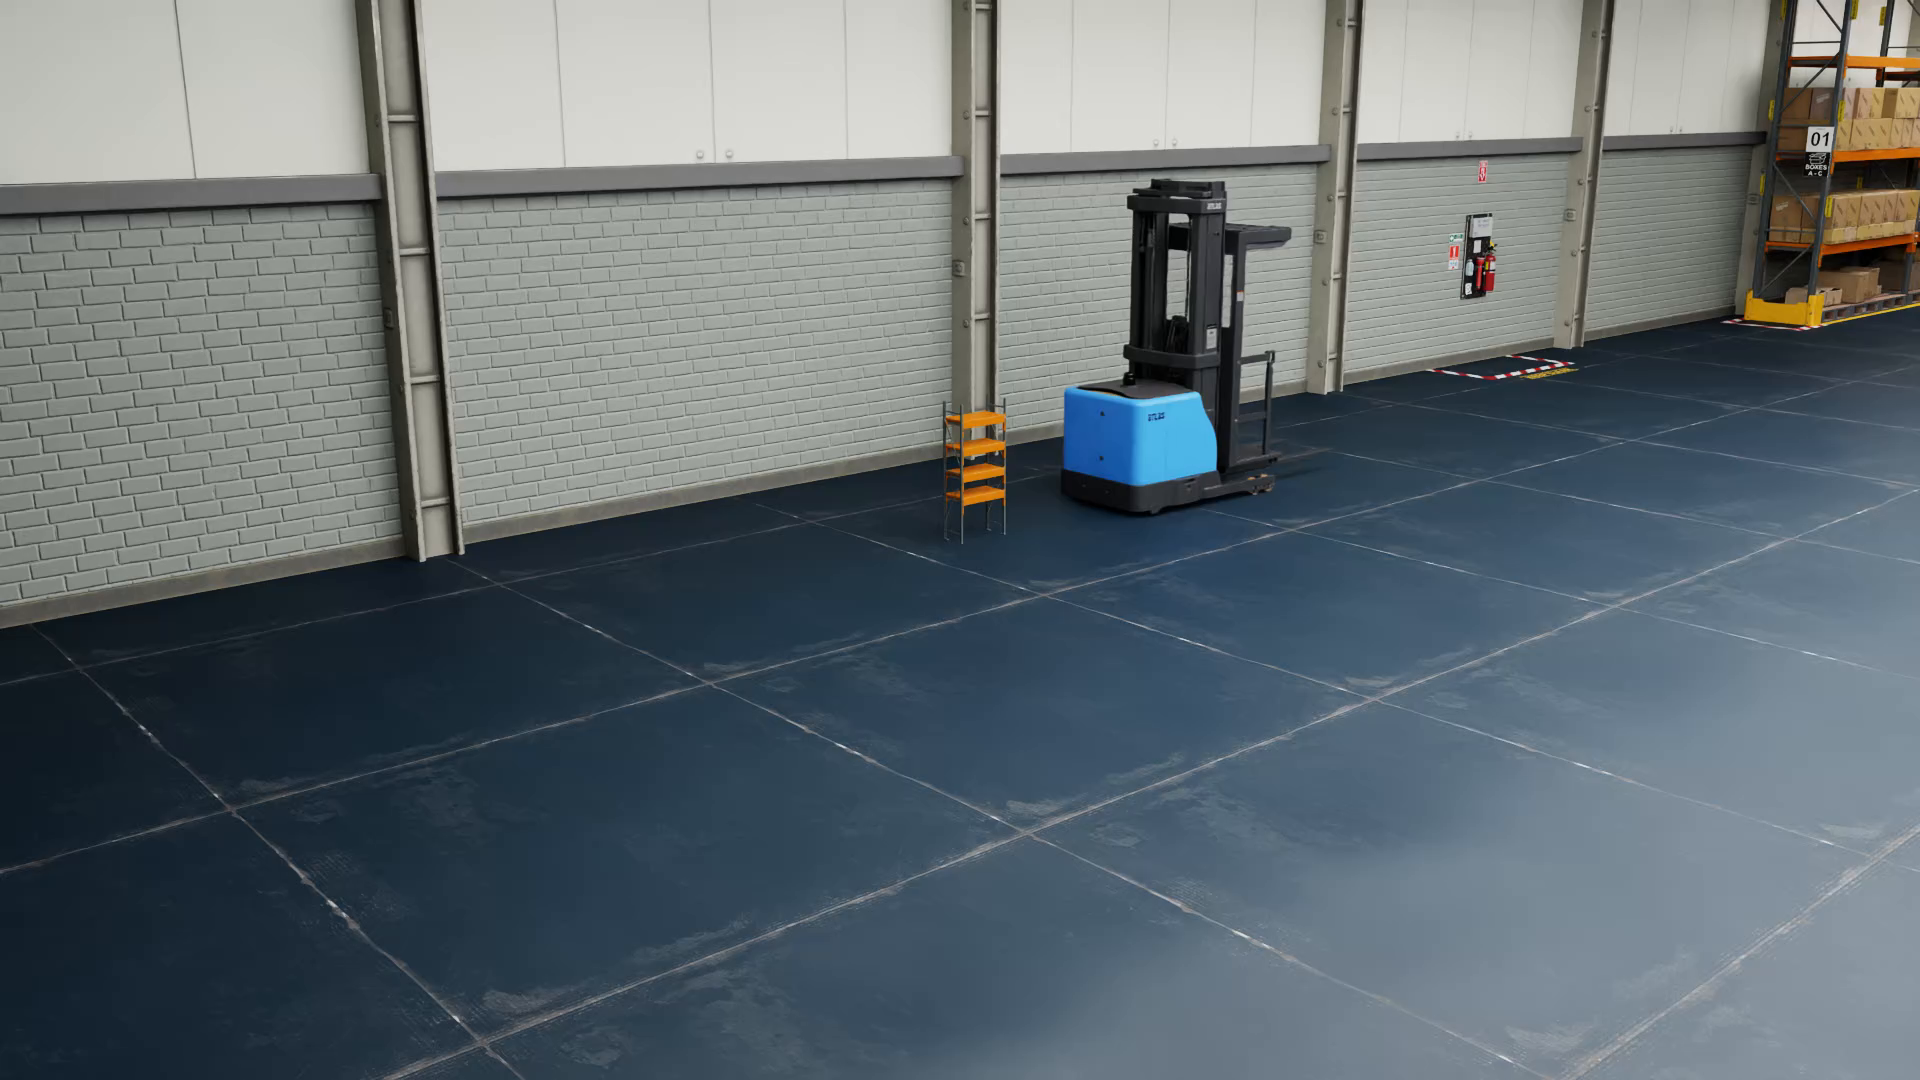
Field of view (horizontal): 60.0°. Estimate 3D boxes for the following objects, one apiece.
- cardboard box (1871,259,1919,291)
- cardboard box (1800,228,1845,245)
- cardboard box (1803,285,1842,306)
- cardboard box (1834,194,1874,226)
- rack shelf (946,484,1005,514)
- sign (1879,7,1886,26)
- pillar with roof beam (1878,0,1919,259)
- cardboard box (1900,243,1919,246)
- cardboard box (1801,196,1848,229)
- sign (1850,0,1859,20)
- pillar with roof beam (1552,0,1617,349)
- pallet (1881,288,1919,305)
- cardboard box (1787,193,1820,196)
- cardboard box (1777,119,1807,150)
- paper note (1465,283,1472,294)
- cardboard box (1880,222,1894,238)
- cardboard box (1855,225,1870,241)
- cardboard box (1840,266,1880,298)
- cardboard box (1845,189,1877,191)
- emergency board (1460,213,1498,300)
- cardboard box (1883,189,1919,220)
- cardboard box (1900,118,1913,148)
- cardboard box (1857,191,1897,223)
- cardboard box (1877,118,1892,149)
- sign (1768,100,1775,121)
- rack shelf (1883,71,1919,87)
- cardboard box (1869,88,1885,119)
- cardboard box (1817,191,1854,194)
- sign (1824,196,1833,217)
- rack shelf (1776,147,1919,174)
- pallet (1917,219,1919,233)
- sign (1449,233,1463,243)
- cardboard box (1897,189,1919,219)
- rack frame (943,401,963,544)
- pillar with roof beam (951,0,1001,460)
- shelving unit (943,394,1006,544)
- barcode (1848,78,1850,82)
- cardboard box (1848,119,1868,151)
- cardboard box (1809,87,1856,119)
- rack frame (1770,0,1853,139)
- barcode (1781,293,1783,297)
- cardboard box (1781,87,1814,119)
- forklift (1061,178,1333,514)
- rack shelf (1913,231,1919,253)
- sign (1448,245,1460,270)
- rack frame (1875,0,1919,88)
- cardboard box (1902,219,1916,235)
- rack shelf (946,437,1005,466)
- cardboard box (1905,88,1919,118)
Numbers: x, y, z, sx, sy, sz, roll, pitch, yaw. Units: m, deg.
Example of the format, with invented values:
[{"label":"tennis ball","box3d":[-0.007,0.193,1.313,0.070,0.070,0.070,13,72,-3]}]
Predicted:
[{"label":"cardboard box","box3d":[17.342,-4.922,30.856,0.500,0.500,0.700,-12,19,-38]},{"label":"cardboard box","box3d":[14.357,-5.070,27.670,0.500,0.250,0.500,-13,20,-41]},{"label":"cardboard box","box3d":[14.791,-4.222,28.600,0.500,0.311,0.500,-11,18,-35]},{"label":"cardboard box","box3d":[15.111,-5.602,28.208,0.500,0.500,0.500,-13,20,-41]},{"label":"rack shelf","box3d":[0.125,-0.351,14.269,0.480,0.148,0.258,-13,20,-39]},{"label":"sign","box3d":[16.429,-9.323,29.597,0.005,0.325,0.100,-13,19,-39]},{"label":"pillar with roof beam","box3d":[21.093,-8.475,28.543,0.400,9.000,9.100,-13,19,-39]},{"label":"cardboard box","box3d":[18.062,-5.449,31.374,0.500,0.250,0.500,-13,20,-41]},{"label":"cardboard box","box3d":[14.338,-5.434,27.579,0.500,0.500,0.500,-13,19,-39]},{"label":"sign","box3d":[14.136,-8.394,26.274,0.005,0.325,0.100,-13,19,-39]},{"label":"pillar with roof beam","box3d":[12.040,-6.443,20.932,0.400,9.000,9.100,-13,19,-39]},{"label":"pallet","box3d":[17.384,-4.574,30.966,1.213,0.211,1.003,-13,19,-39]},{"label":"cardboard box","box3d":[14.382,-5.616,28.261,0.500,0.500,0.500,-12,19,-39]},{"label":"cardboard box","box3d":[13.929,-6.739,27.621,0.500,0.500,0.500,-11,18,-35]},{"label":"paper note","box3d":[7.146,-3.529,23.356,0.142,0.148,0.016,-13,19,-39]},{"label":"cardboard box","box3d":[15.889,-5.416,28.967,0.500,0.250,0.500,-13,20,-40]},{"label":"cardboard box","box3d":[15.127,-5.246,28.328,0.500,0.250,0.500,-13,20,-40]},{"label":"cardboard box","box3d":[16.041,-4.611,29.690,0.500,0.500,0.500,14,21,43]},{"label":"cardboard box","box3d":[15.913,-5.963,29.560,0.500,0.500,0.500,-13,20,-40]},{"label":"emergency board","box3d":[7.325,-3.971,23.305,0.643,1.169,0.194,-13,19,-39]},{"label":"cardboard box","box3d":[16.644,-5.949,29.506,0.500,0.500,0.500,-13,20,-39]},{"label":"cardboard box","box3d":[16.189,-7.080,28.897,0.500,0.500,0.500,14,20,42]},{"label":"cardboard box","box3d":[15.884,-5.780,28.874,0.500,0.500,0.500,-13,20,-41]},{"label":"cardboard box","box3d":[15.404,-6.895,28.204,0.500,0.500,0.500,-11,19,-36]},{"label":"sign","box3d":[13.431,-7.100,27.491,0.005,0.325,0.100,-13,19,-39]},{"label":"rack shelf","box3d":[18.306,-8.486,30.750,4.000,0.370,1.077,-13,19,-39]},{"label":"cardboard box","box3d":[15.021,-7.284,27.725,0.500,0.500,0.500,-12,19,-38]},{"label":"cardboard box","box3d":[15.149,-5.790,28.911,0.500,0.500,0.500,-12,19,-39]},{"label":"sign","box3d":[14.136,-5.424,27.068,0.005,0.325,0.100,-13,19,-39]},{"label":"rack shelf","box3d":[15.289,-6.552,28.549,4.000,0.370,1.077,-13,19,-39]},{"label":"pallet","box3d":[17.470,-5.798,30.515,1.213,0.211,1.003,-13,19,-39]},{"label":"sign","box3d":[6.849,-4.170,22.952,0.331,0.109,0.001,-13,19,-39]},{"label":"cardboard box","box3d":[17.204,-6.130,30.340,0.500,0.500,0.700,-13,19,-39]},{"label":"rack frame","box3d":[-0.059,-0.566,14.045,0.015,1.200,0.240,-13,20,-39]},{"label":"pillar with roof beam","box3d":[2.987,-4.410,13.322,0.400,9.000,9.100,-13,19,-39]},{"label":"shelving unit","box3d":[0.125,-0.608,14.200,0.503,1.200,0.258,-13,20,-39]},{"label":"barcode","box3d":[15.467,-8.005,28.911,0.075,0.075,0.001,-13,19,-39]},{"label":"cardboard box","box3d":[14.625,-6.711,27.517,0.500,0.500,0.500,-11,19,-36]},{"label":"cardboard box","box3d":[14.230,-7.120,27.111,0.500,0.500,0.500,14,21,43]},{"label":"rack frame","box3d":[13.780,-8.010,26.801,0.127,3.000,1.000,-13,19,-39]},{"label":"barcode","box3d":[14.112,-4.210,28.540,0.075,0.075,0.001,-13,19,-39]},{"label":"cardboard box","box3d":[13.934,-7.226,27.507,0.500,0.500,0.500,-12,19,-37]},{"label":"forklift","box3d":[2.404,-1.940,15.834,3.031,2.935,1.130,-12,19,-38]},{"label":"rack shelf","box3d":[18.306,-5.781,31.473,4.000,0.370,1.077,-13,19,-39]},{"label":"sign","box3d":[6.840,-3.915,23.024,0.234,0.329,0.001,-13,19,-39]},{"label":"rack frame","box3d":[16.798,-8.688,29.337,0.127,3.000,1.000,-13,19,-39]},{"label":"cardboard box","box3d":[16.639,-5.587,29.607,0.500,0.250,0.500,-13,19,-39]},{"label":"rack shelf","box3d":[0.125,-0.759,14.160,0.480,0.148,0.258,-13,20,-39]},{"label":"cardboard box","box3d":[16.189,-7.547,28.707,0.500,0.500,0.500,-11,19,-36]}]
